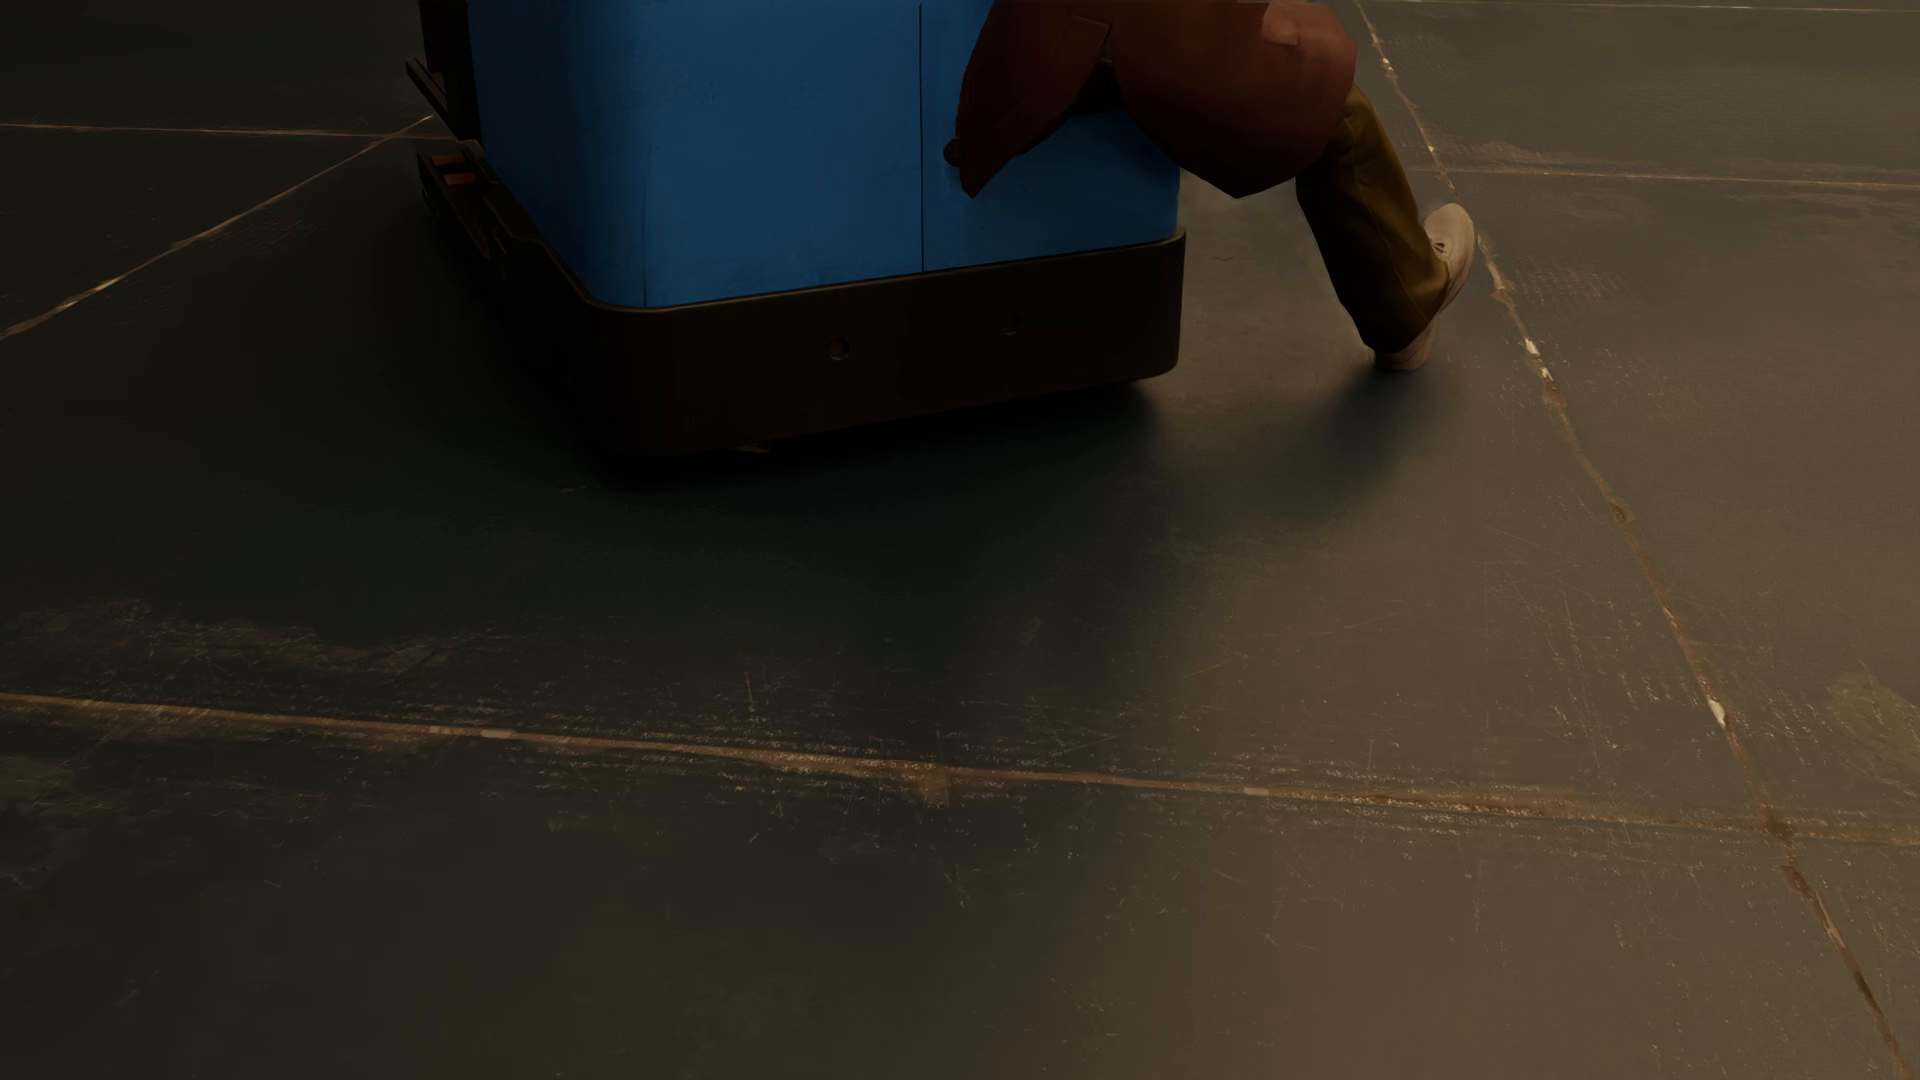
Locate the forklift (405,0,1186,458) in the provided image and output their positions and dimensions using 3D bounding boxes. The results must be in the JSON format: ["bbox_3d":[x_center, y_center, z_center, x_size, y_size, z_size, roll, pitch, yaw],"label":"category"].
[{"bbox_3d":[-0.667,-2.072,3.371,1.130,2.935,3.031,-11,29,-21],"label":"forklift"}]

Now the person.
[{"bbox_3d":[0.261,-0.887,2.746,1.323,1.416,0.967,5,27,11],"label":"person"}]
